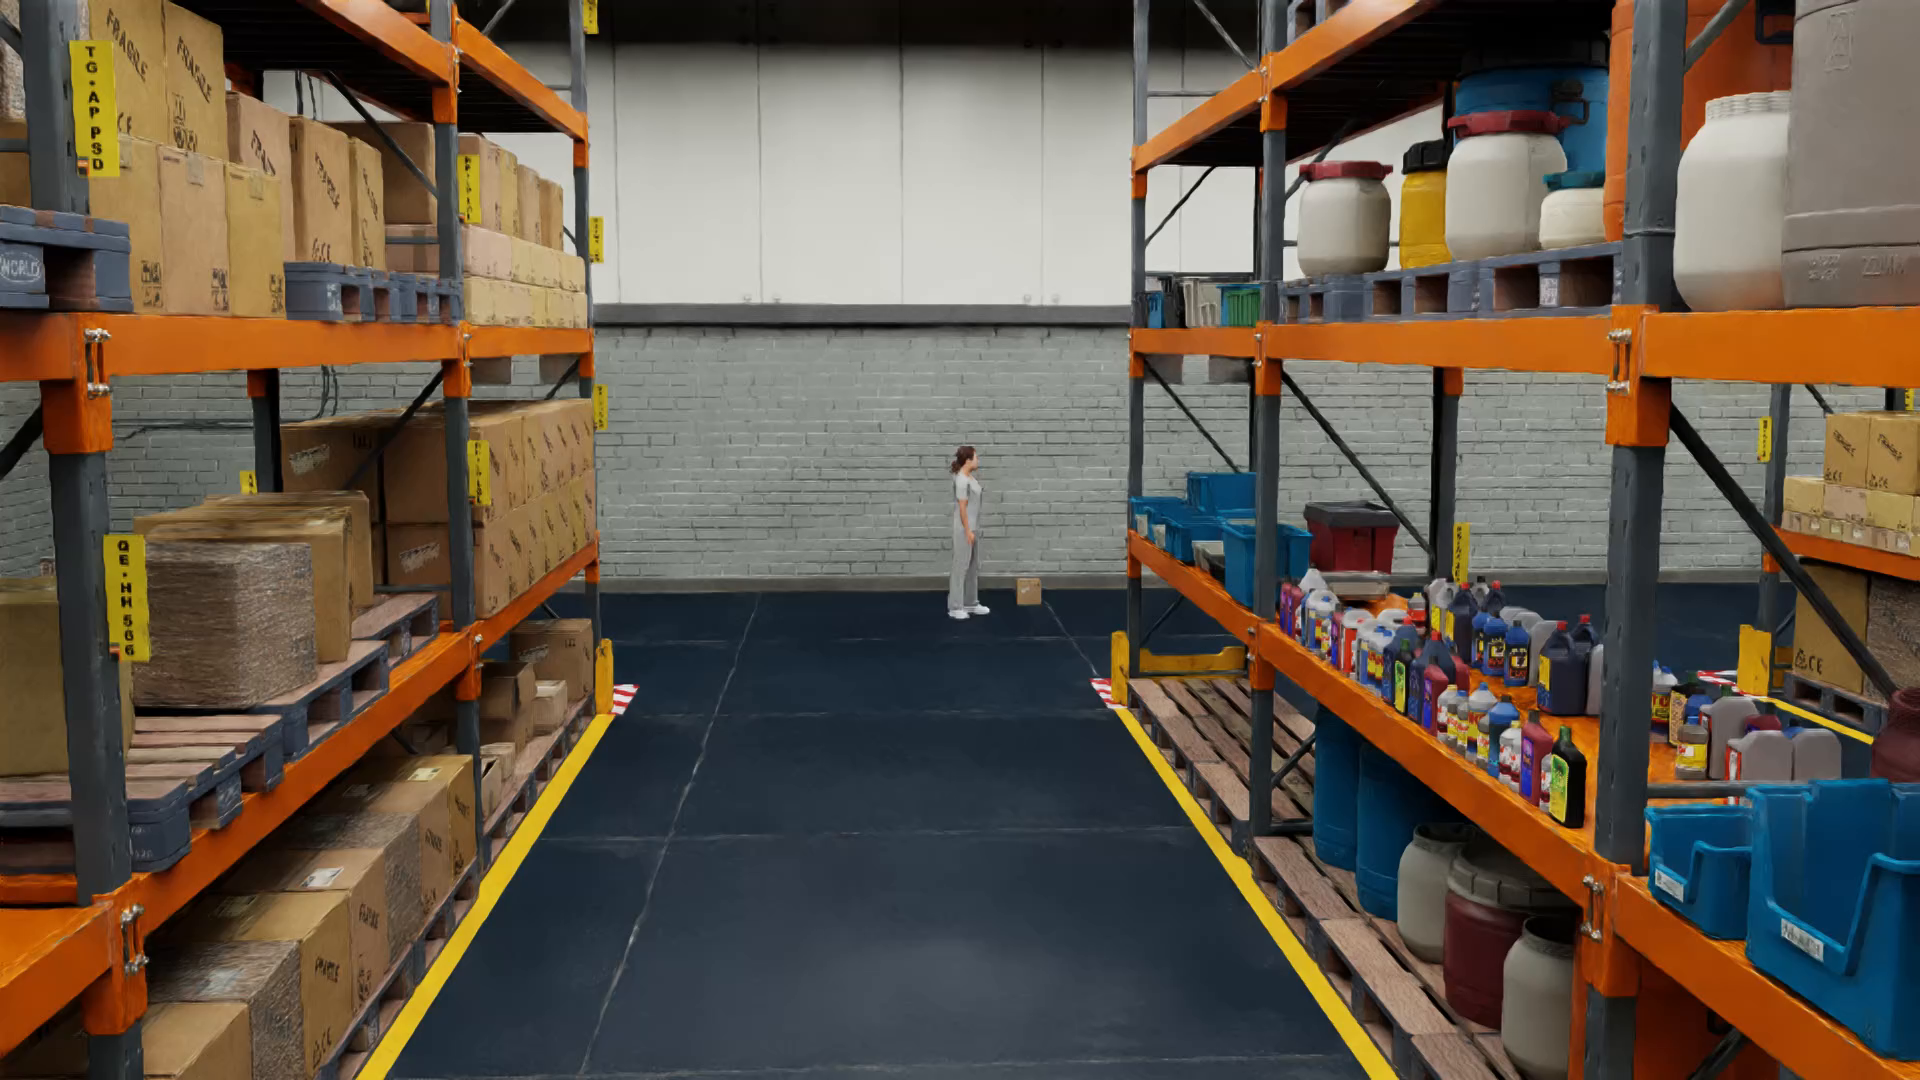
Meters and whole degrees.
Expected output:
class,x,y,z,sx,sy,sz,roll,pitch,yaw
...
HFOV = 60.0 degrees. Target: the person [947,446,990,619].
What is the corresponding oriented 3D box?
class,x,y,z,sx,sy,sz,roll,pitch,yaw
person,0.075,-0.088,16.303,0.366,1.681,0.540,2,7,14
